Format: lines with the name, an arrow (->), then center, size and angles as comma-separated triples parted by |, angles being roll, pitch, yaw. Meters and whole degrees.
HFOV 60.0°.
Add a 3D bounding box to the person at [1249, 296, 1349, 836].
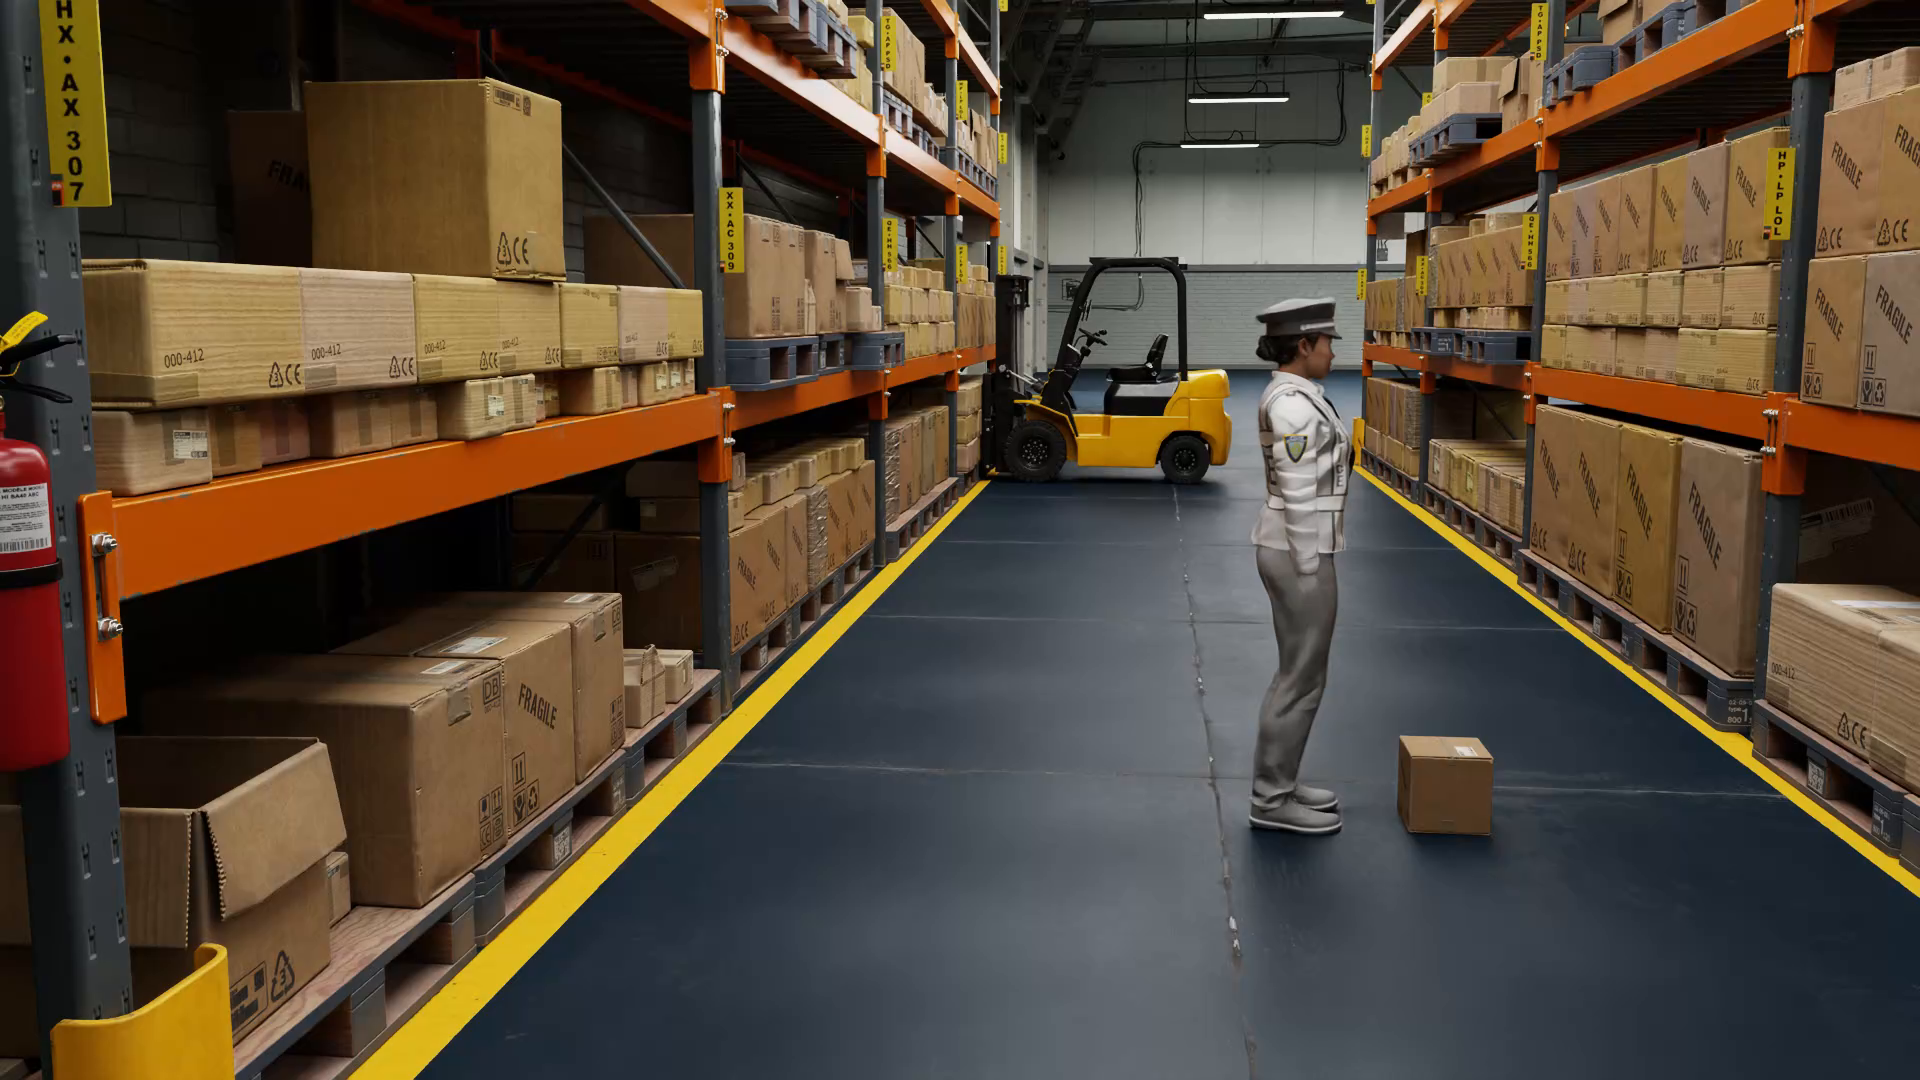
person -> 1.072, 0.073, 5.250 | 0.306, 1.669, 0.361 | 1, 8, 7
